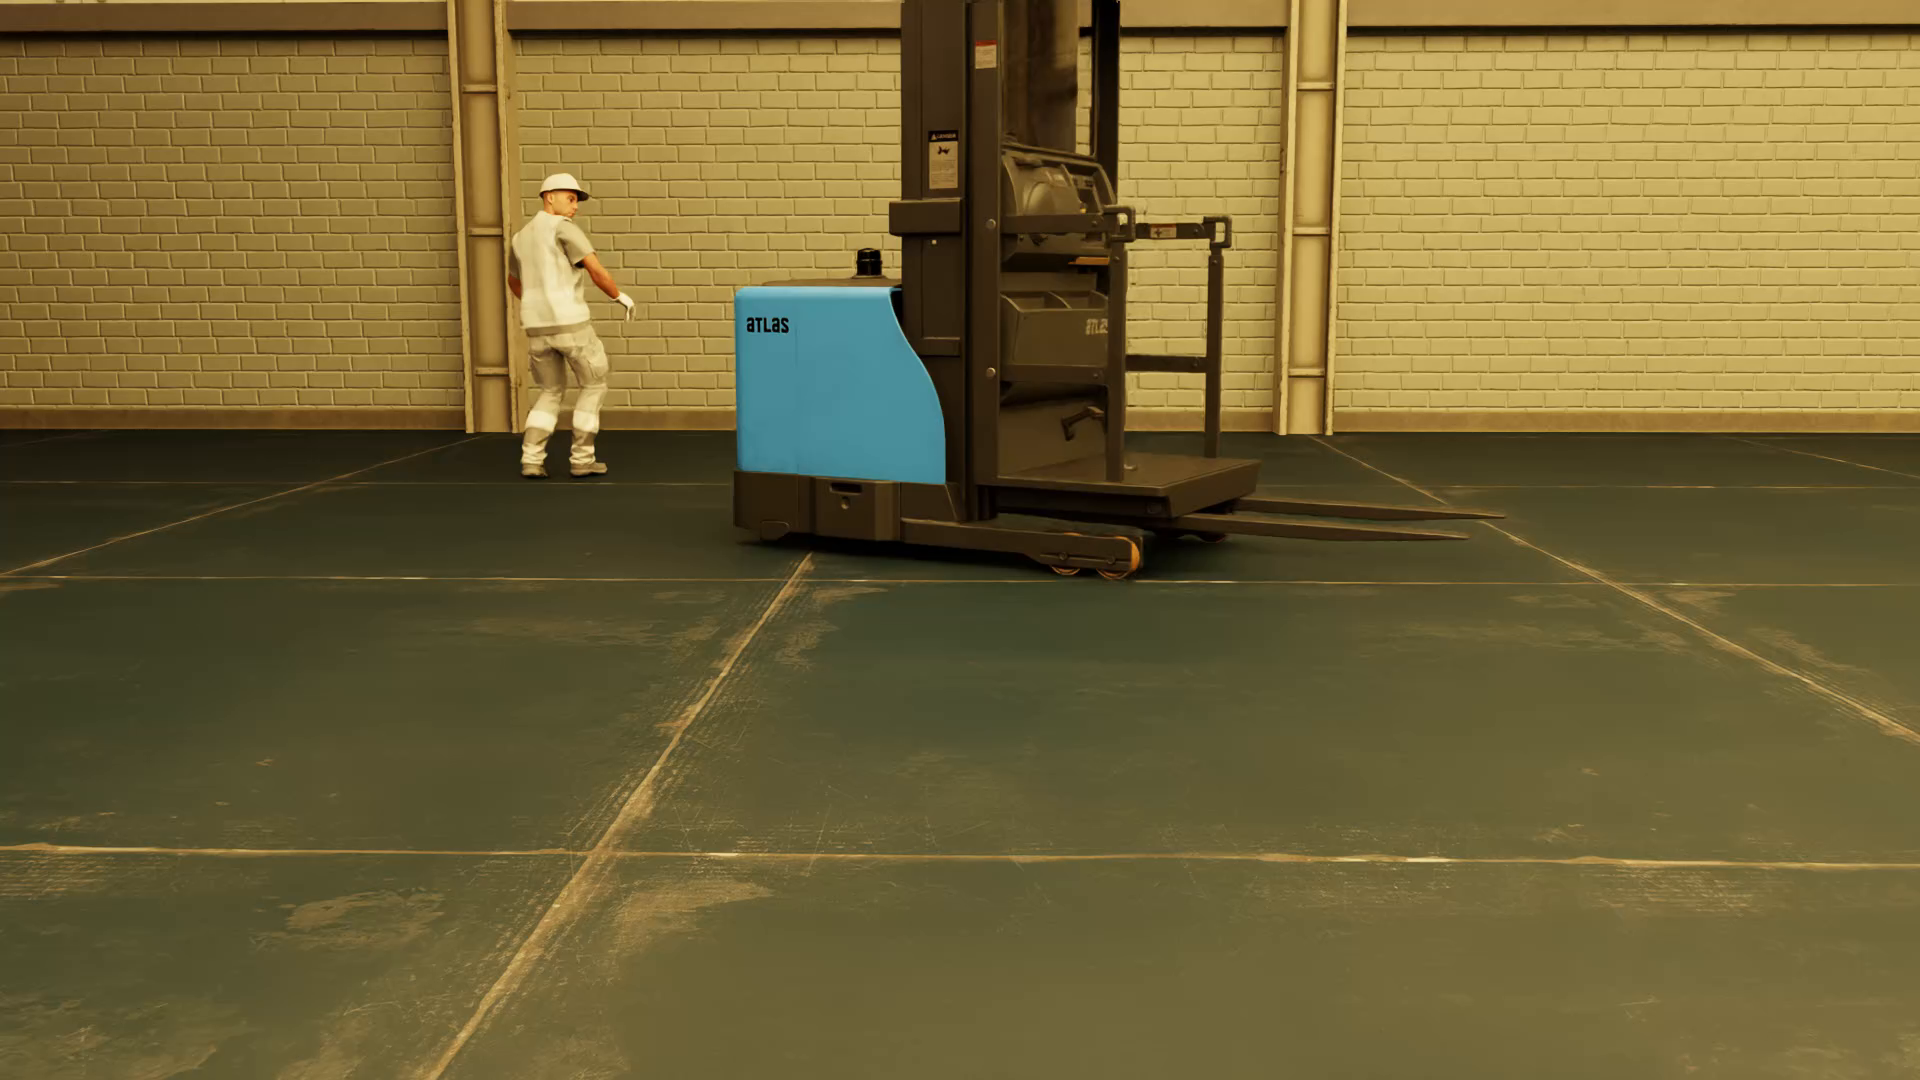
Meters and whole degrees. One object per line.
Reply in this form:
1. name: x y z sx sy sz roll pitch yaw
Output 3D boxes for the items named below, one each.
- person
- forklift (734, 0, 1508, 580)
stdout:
1. person: -2.216 -1.198 9.427 0.784 1.722 0.675 4 10 24
2. forklift: 0.585 -1.391 6.529 3.031 2.935 1.130 5 10 29
